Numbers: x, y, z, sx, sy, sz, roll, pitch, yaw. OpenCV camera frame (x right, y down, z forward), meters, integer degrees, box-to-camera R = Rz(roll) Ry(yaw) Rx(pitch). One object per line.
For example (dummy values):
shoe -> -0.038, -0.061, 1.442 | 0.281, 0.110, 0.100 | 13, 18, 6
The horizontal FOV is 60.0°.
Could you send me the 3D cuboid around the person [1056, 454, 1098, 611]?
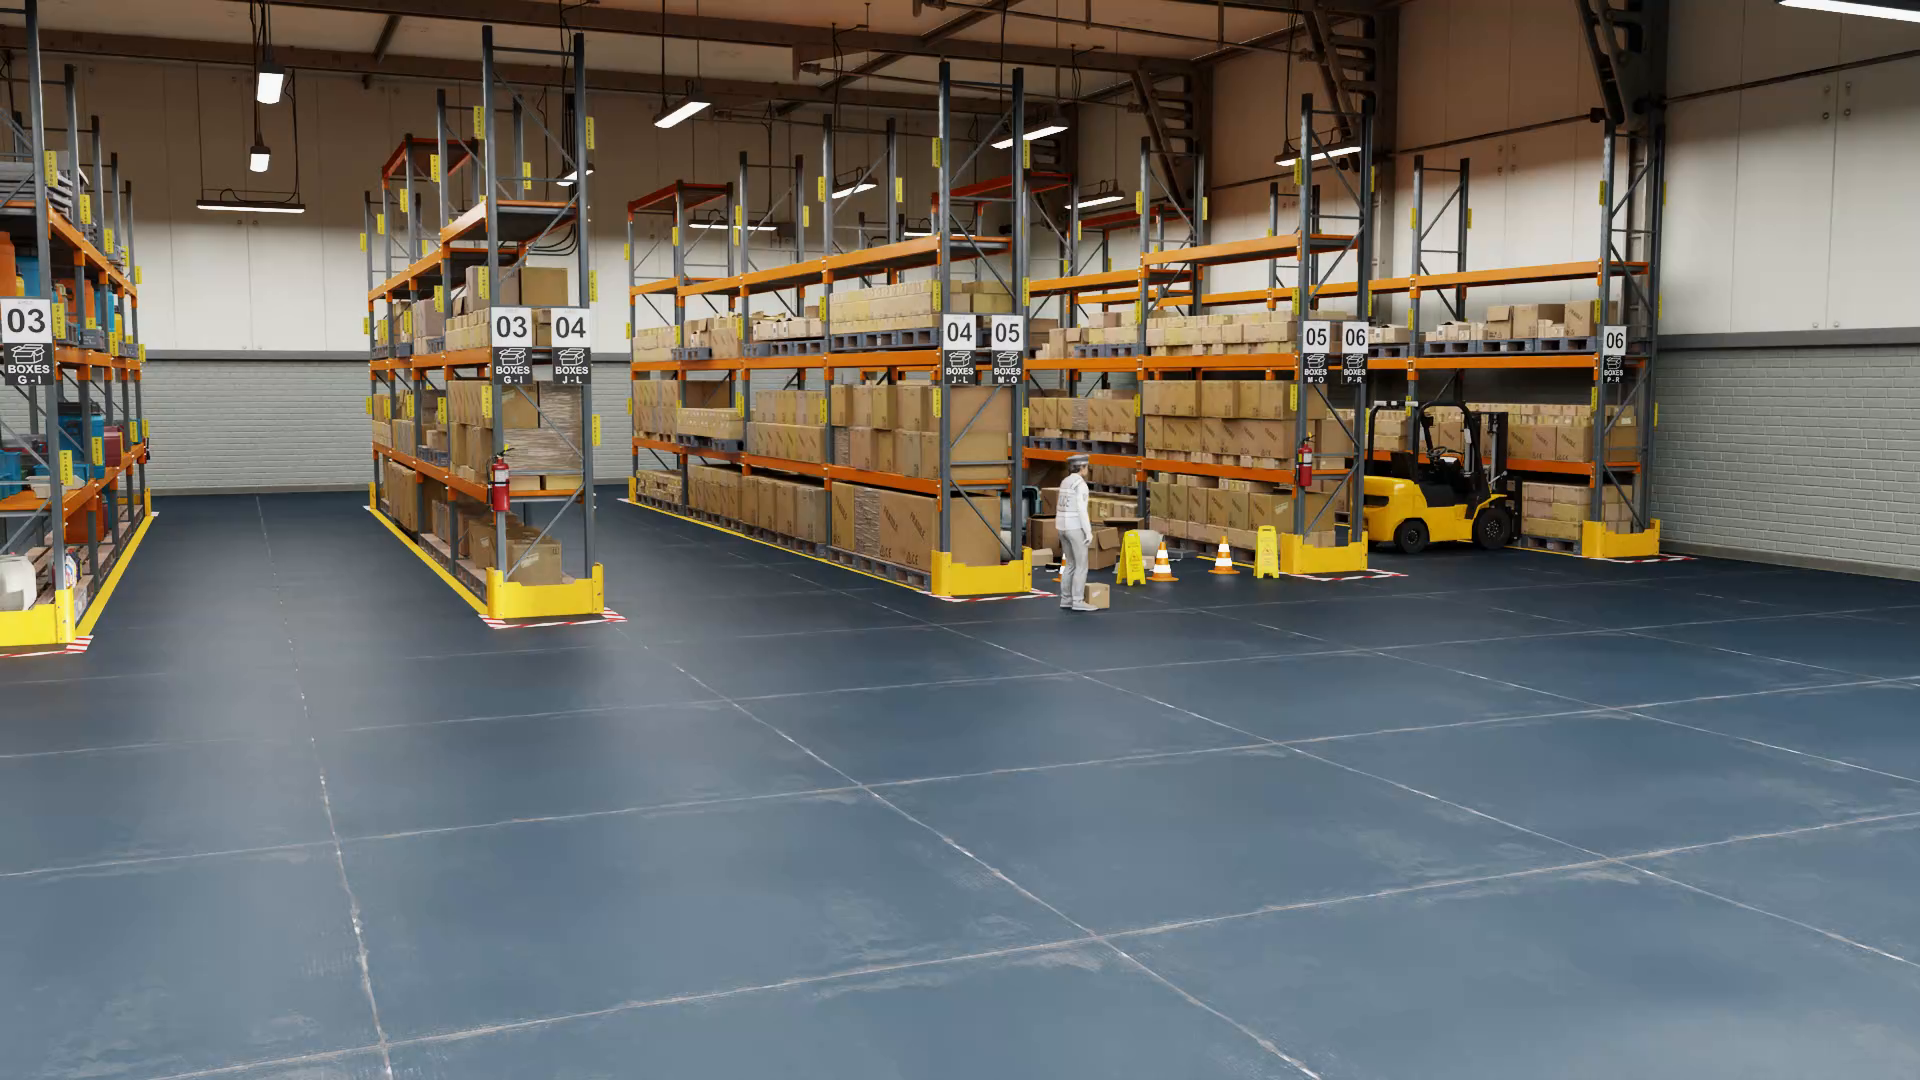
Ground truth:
person -> 1.236, -0.087, 17.891 | 0.375, 1.664, 0.540 | -3, 6, -25
